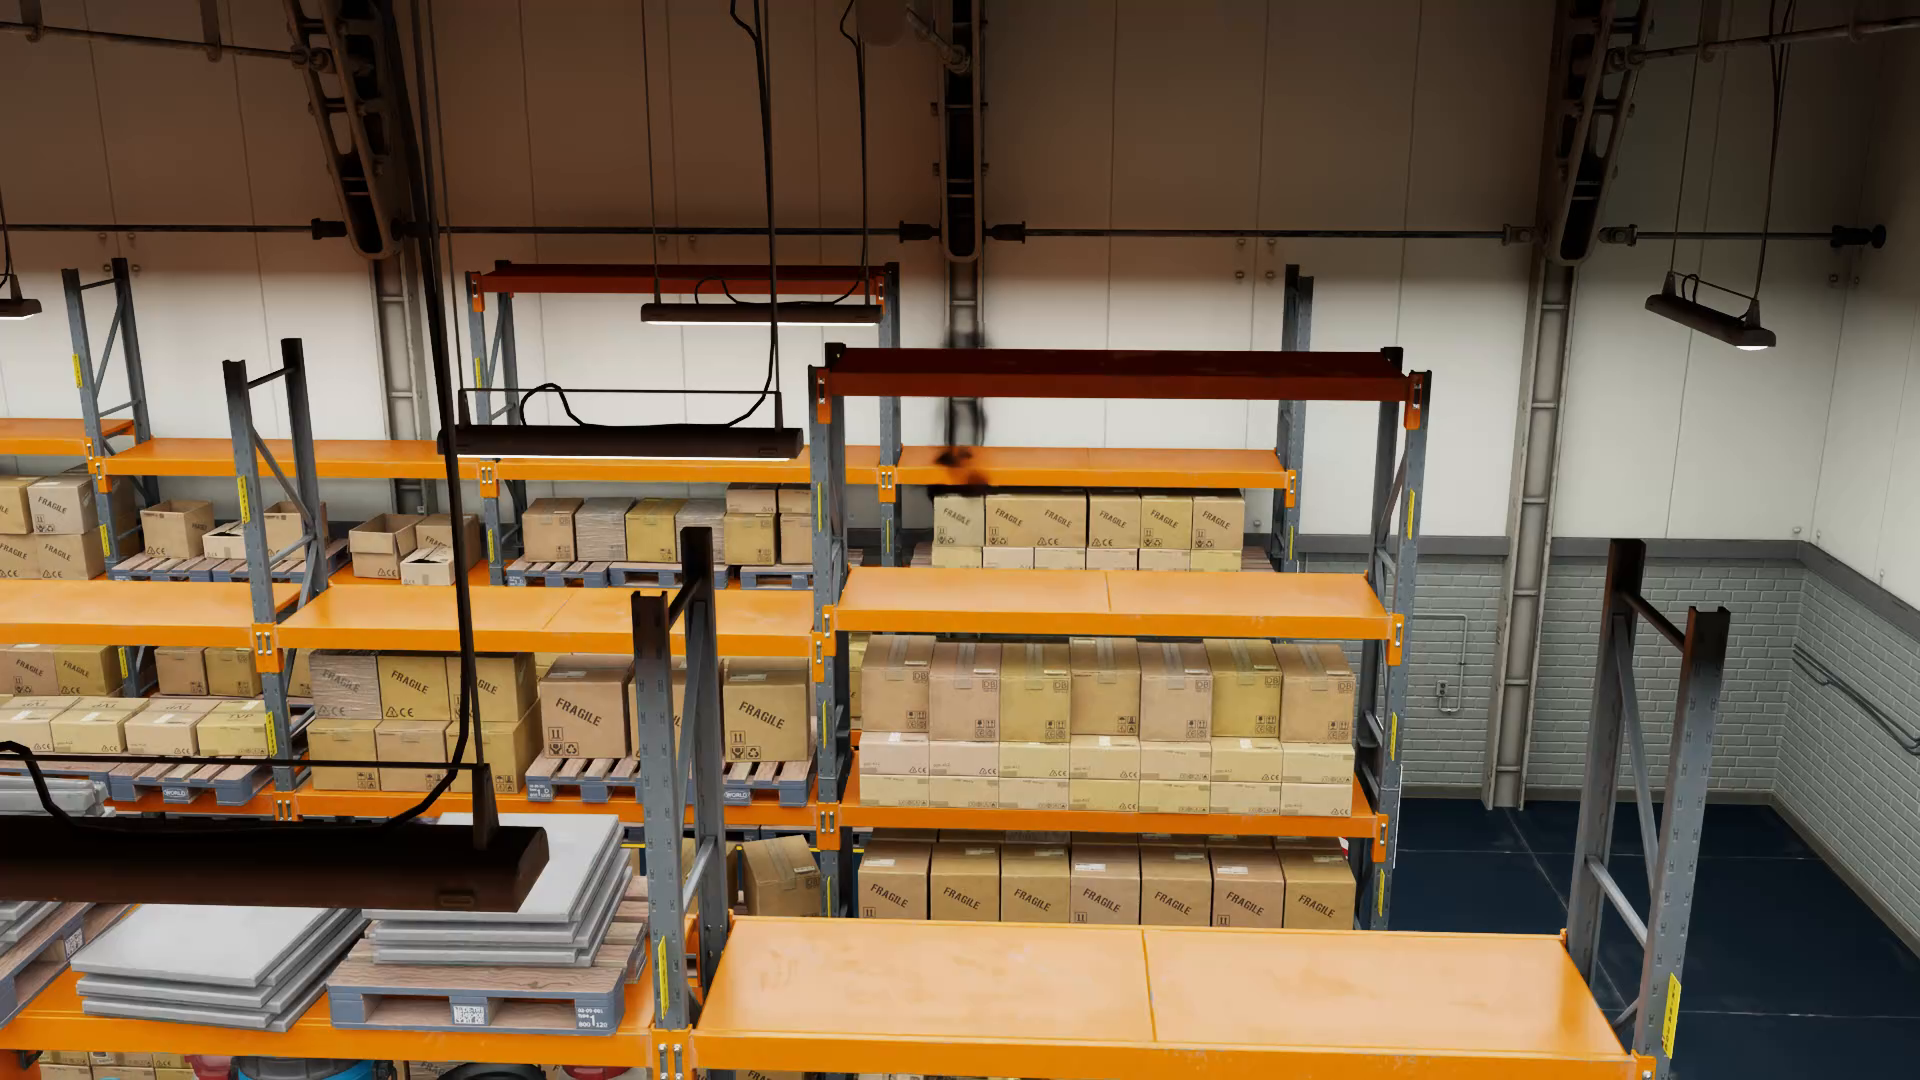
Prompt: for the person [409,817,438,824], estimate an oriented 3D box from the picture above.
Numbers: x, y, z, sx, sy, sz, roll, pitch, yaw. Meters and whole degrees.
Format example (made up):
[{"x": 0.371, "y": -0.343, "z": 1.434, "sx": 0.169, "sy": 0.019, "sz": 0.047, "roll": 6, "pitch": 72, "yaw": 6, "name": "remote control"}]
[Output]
[{"x": -4.894, "y": 2.953, "z": 15.692, "sx": 0.653, "sy": 1.607, "sz": 0.633, "roll": 1, "pitch": 16, "yaw": 2, "name": "person"}]
